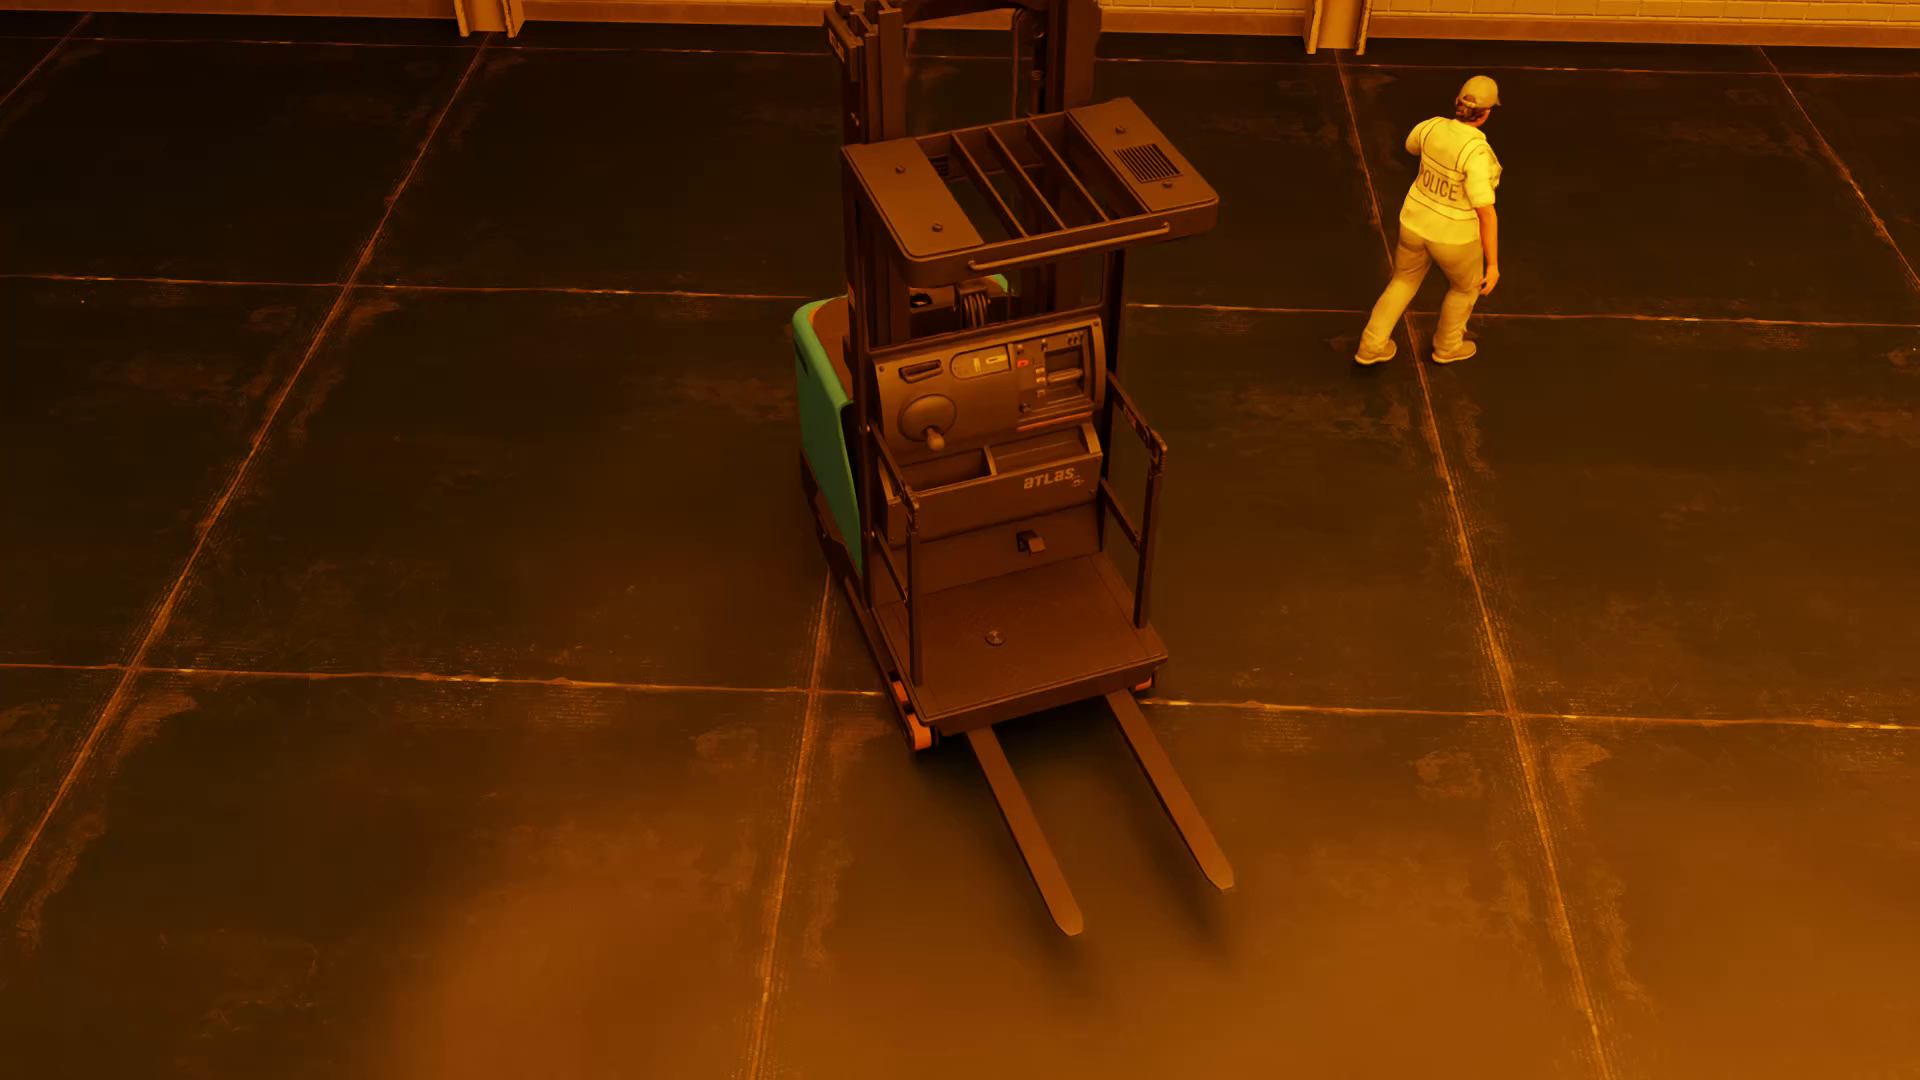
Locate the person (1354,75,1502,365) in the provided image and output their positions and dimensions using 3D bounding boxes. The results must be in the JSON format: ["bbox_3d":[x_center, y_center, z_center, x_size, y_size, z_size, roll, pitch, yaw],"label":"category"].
[{"bbox_3d":[2.487,-1.572,8.437,0.718,1.644,0.884,-26,48,-26],"label":"person"}]

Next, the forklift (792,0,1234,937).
[{"bbox_3d":[0.200,-0.520,6.311,1.130,2.935,3.031,-13,44,-14],"label":"forklift"}]
